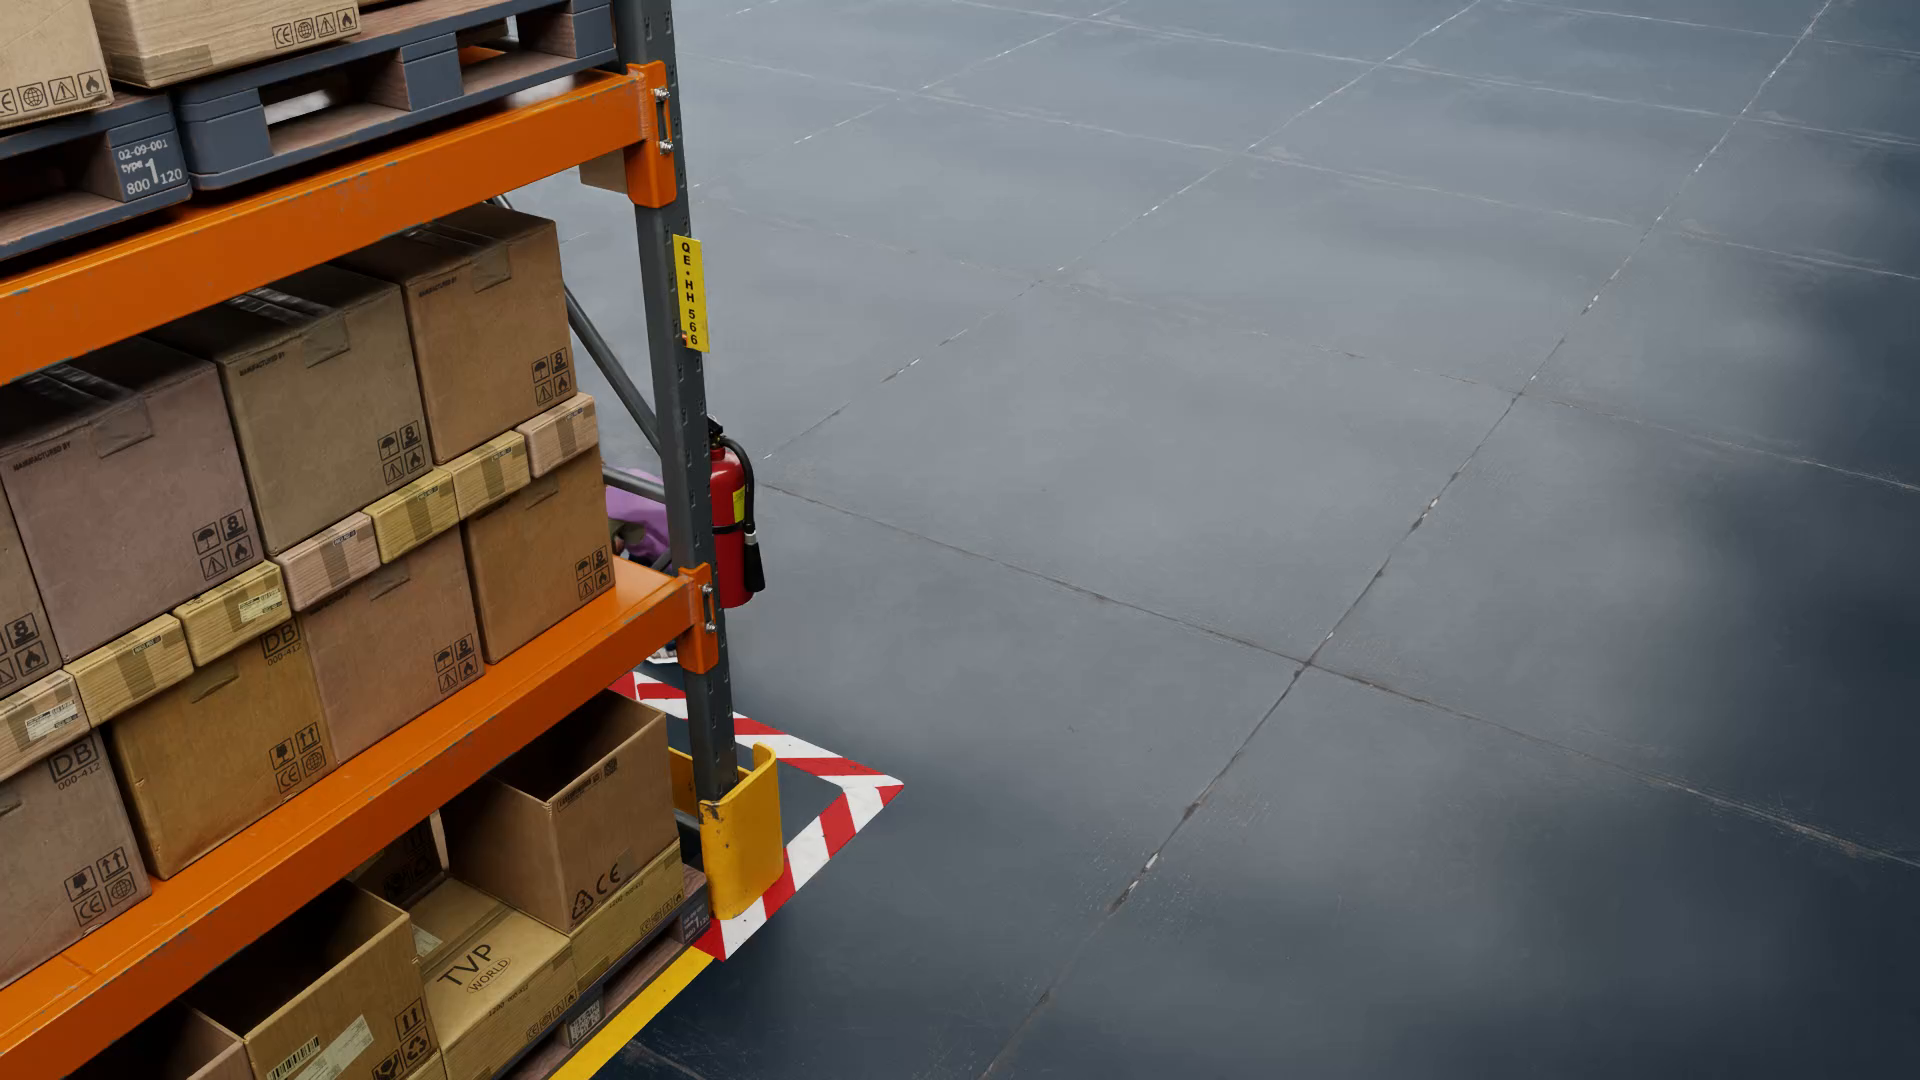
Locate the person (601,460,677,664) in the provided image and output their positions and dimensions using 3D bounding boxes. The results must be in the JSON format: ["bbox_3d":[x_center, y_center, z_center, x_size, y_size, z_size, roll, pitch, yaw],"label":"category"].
[{"bbox_3d":[-1.301,0.045,6.783,0.847,0.873,0.458,7,32,12],"label":"person"}]
